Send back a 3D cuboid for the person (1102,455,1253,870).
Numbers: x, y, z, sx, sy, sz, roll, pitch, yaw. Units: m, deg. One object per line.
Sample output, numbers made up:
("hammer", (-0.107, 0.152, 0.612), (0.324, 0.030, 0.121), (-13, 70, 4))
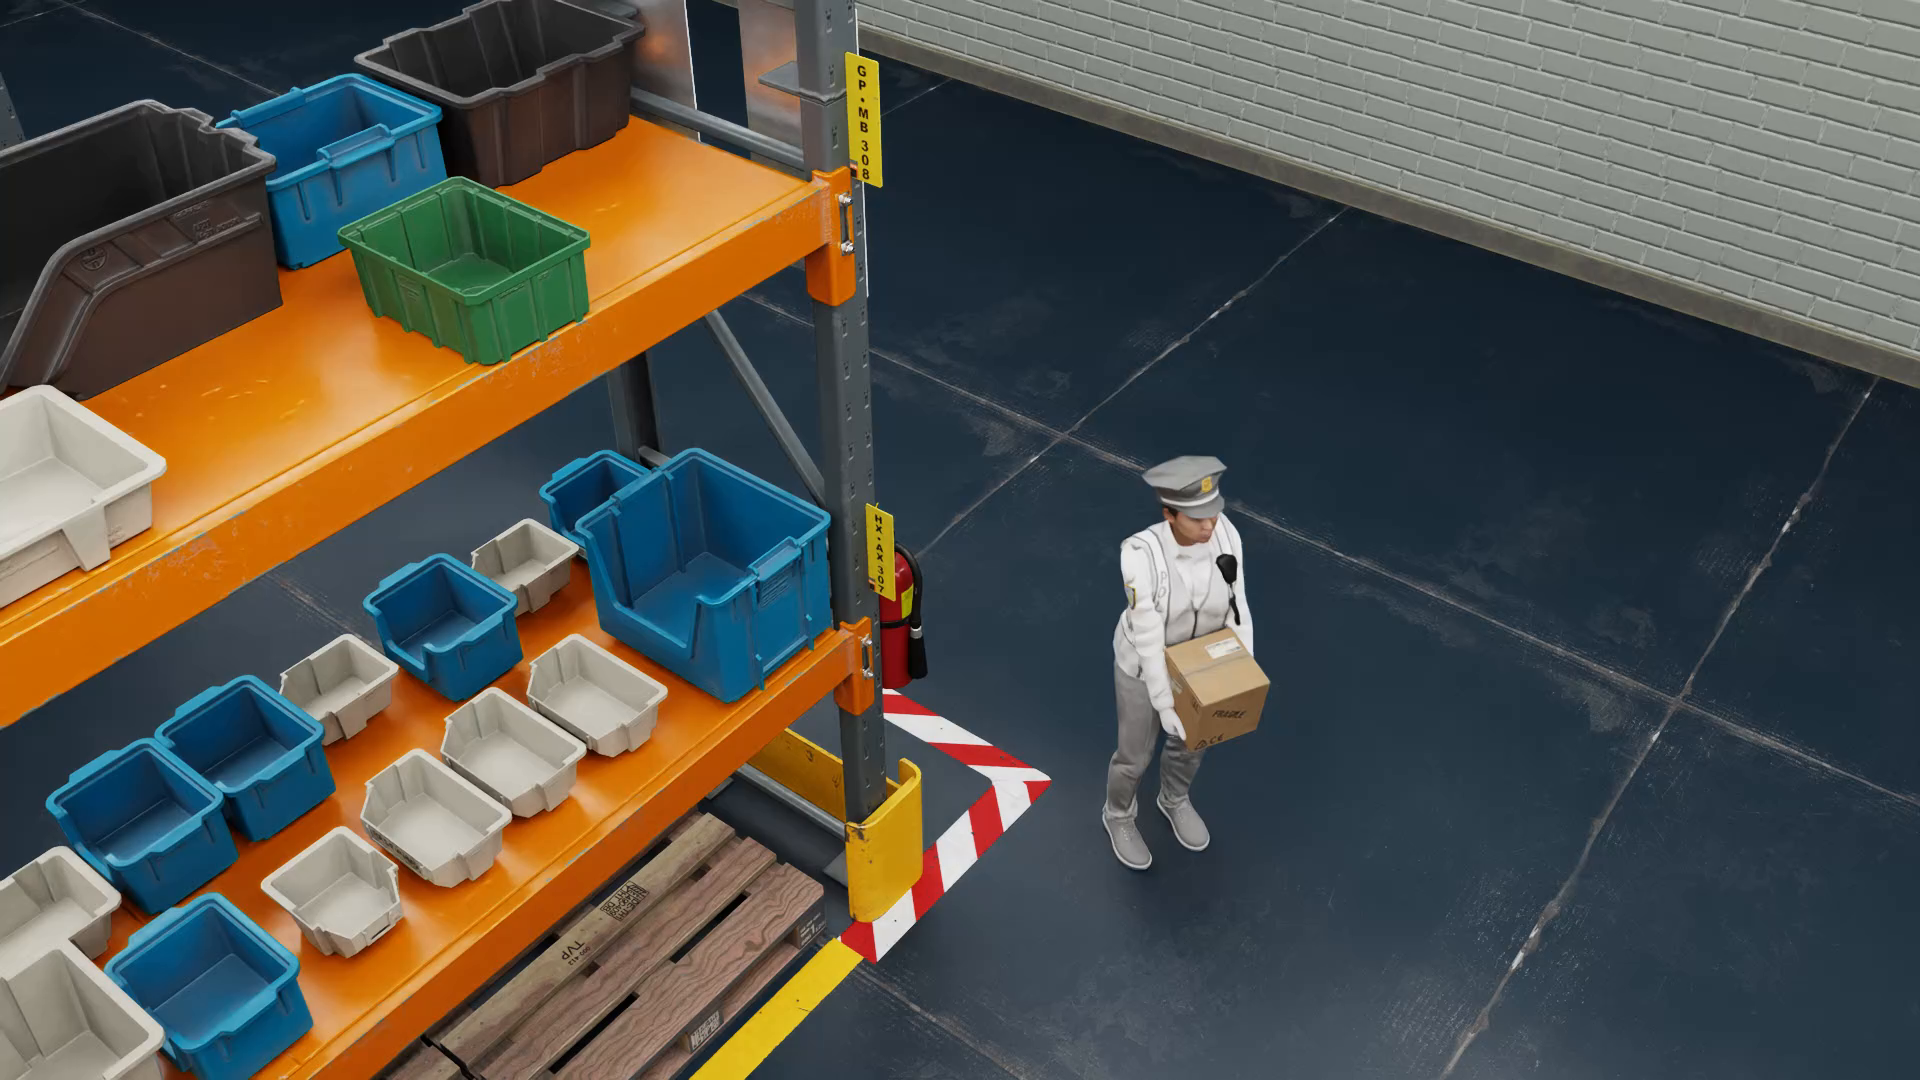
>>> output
("person", (0.750, 0.467, 5.566), (0.414, 1.689, 0.523), (-15, 41, -17))
